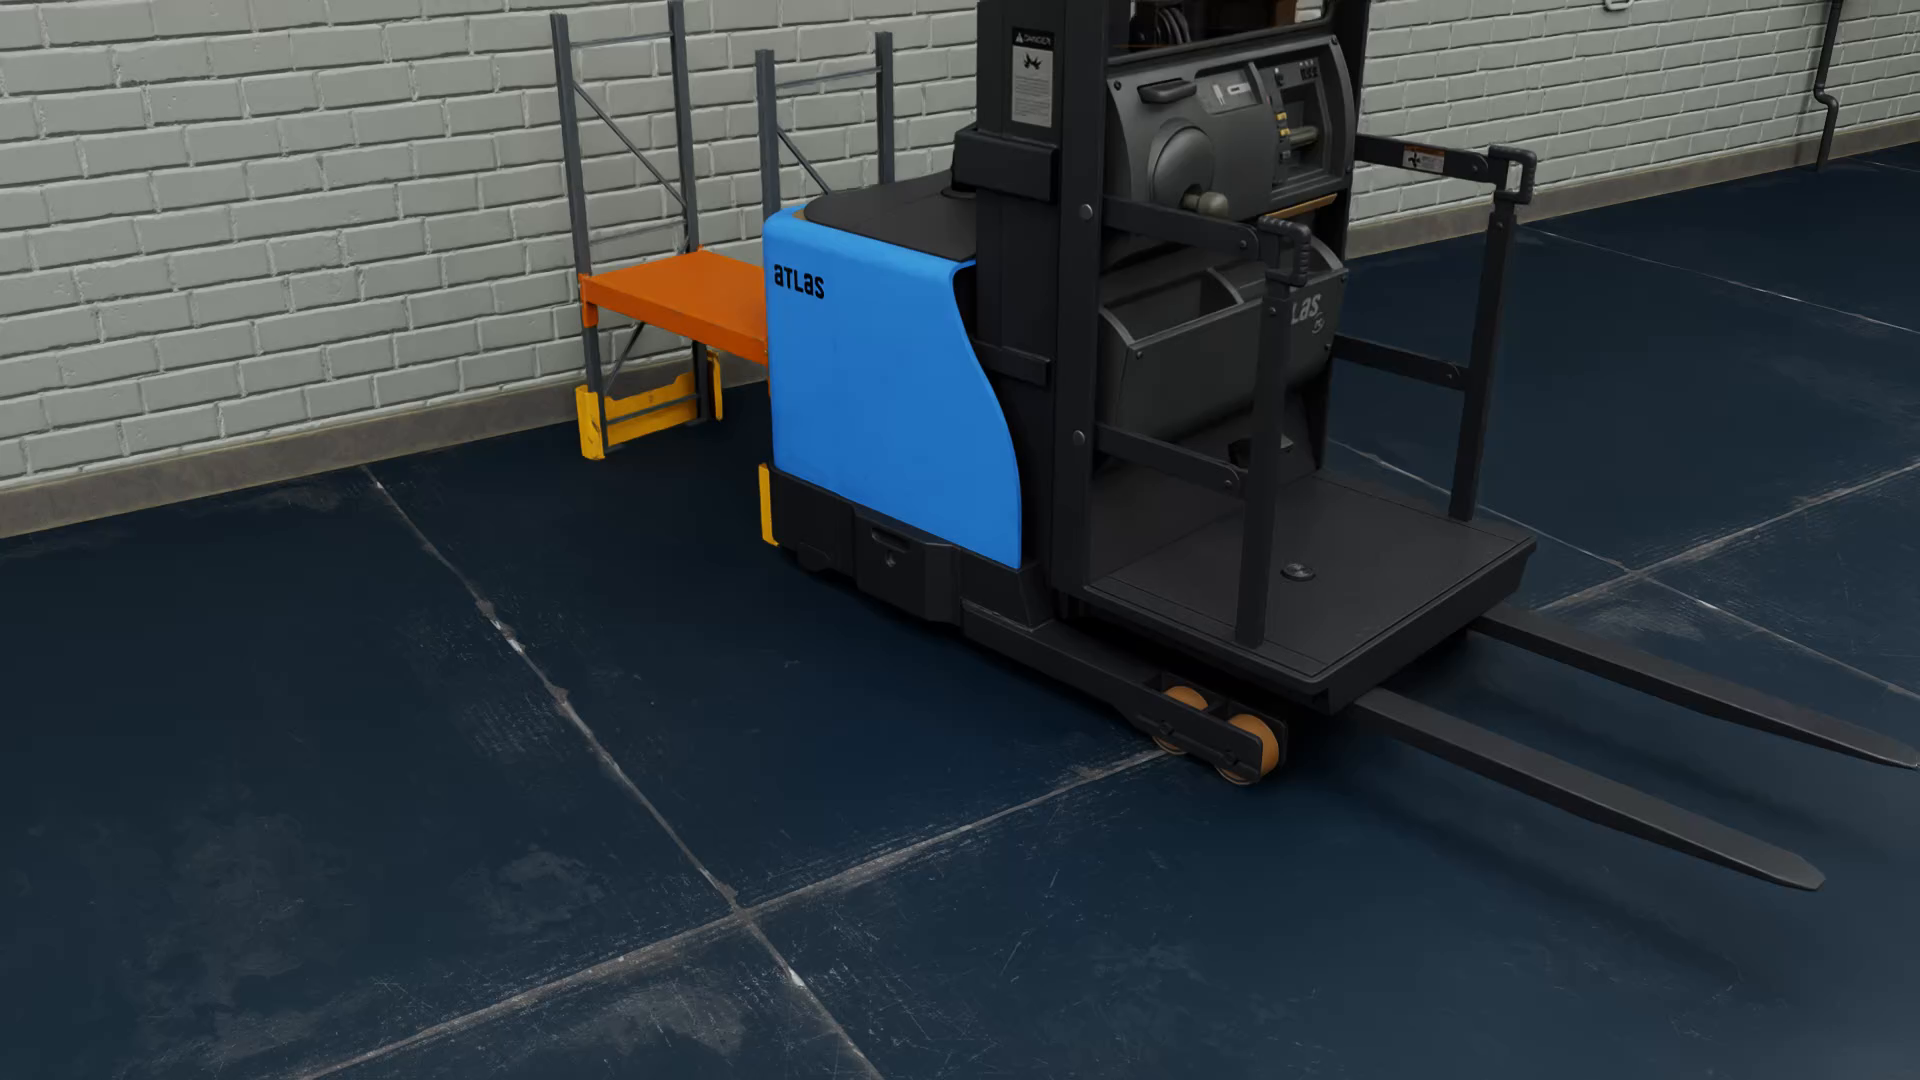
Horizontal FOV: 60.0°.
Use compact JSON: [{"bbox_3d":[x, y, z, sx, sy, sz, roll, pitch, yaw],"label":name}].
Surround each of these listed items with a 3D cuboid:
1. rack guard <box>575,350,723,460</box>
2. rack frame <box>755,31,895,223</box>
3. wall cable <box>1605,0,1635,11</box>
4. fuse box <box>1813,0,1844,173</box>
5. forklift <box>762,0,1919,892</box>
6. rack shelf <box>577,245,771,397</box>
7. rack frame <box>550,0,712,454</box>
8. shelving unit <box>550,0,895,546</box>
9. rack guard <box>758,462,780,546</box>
[{"bbox_3d":[-1.111,-0.491,5.997,0.087,0.250,0.587,23,33,39],"label":"rack guard"},{"bbox_3d":[-0.385,-0.753,5.089,0.032,1.500,0.500,23,33,39],"label":"rack frame"},{"bbox_3d":[3.311,-3.580,8.093,0.585,1.953,0.123,-16,29,-30],"label":"wall cable"},{"bbox_3d":[5.151,-2.961,9.518,0.539,1.711,0.414,-16,29,-30],"label":"fuse box"},{"bbox_3d":[0.830,-0.987,3.908,3.031,2.935,1.130,23,33,39],"label":"forklift"},{"bbox_3d":[-0.748,-0.742,5.487,1.000,0.185,0.538,23,33,39],"label":"rack shelf"},{"bbox_3d":[-1.112,-1.057,5.731,0.032,1.500,0.500,23,33,39],"label":"rack frame"},{"bbox_3d":[-0.755,-0.908,5.416,1.083,1.500,0.587,23,33,39],"label":"shelving unit"},{"bbox_3d":[-0.398,-0.194,5.368,0.087,0.250,0.587,23,33,39],"label":"rack guard"}]
